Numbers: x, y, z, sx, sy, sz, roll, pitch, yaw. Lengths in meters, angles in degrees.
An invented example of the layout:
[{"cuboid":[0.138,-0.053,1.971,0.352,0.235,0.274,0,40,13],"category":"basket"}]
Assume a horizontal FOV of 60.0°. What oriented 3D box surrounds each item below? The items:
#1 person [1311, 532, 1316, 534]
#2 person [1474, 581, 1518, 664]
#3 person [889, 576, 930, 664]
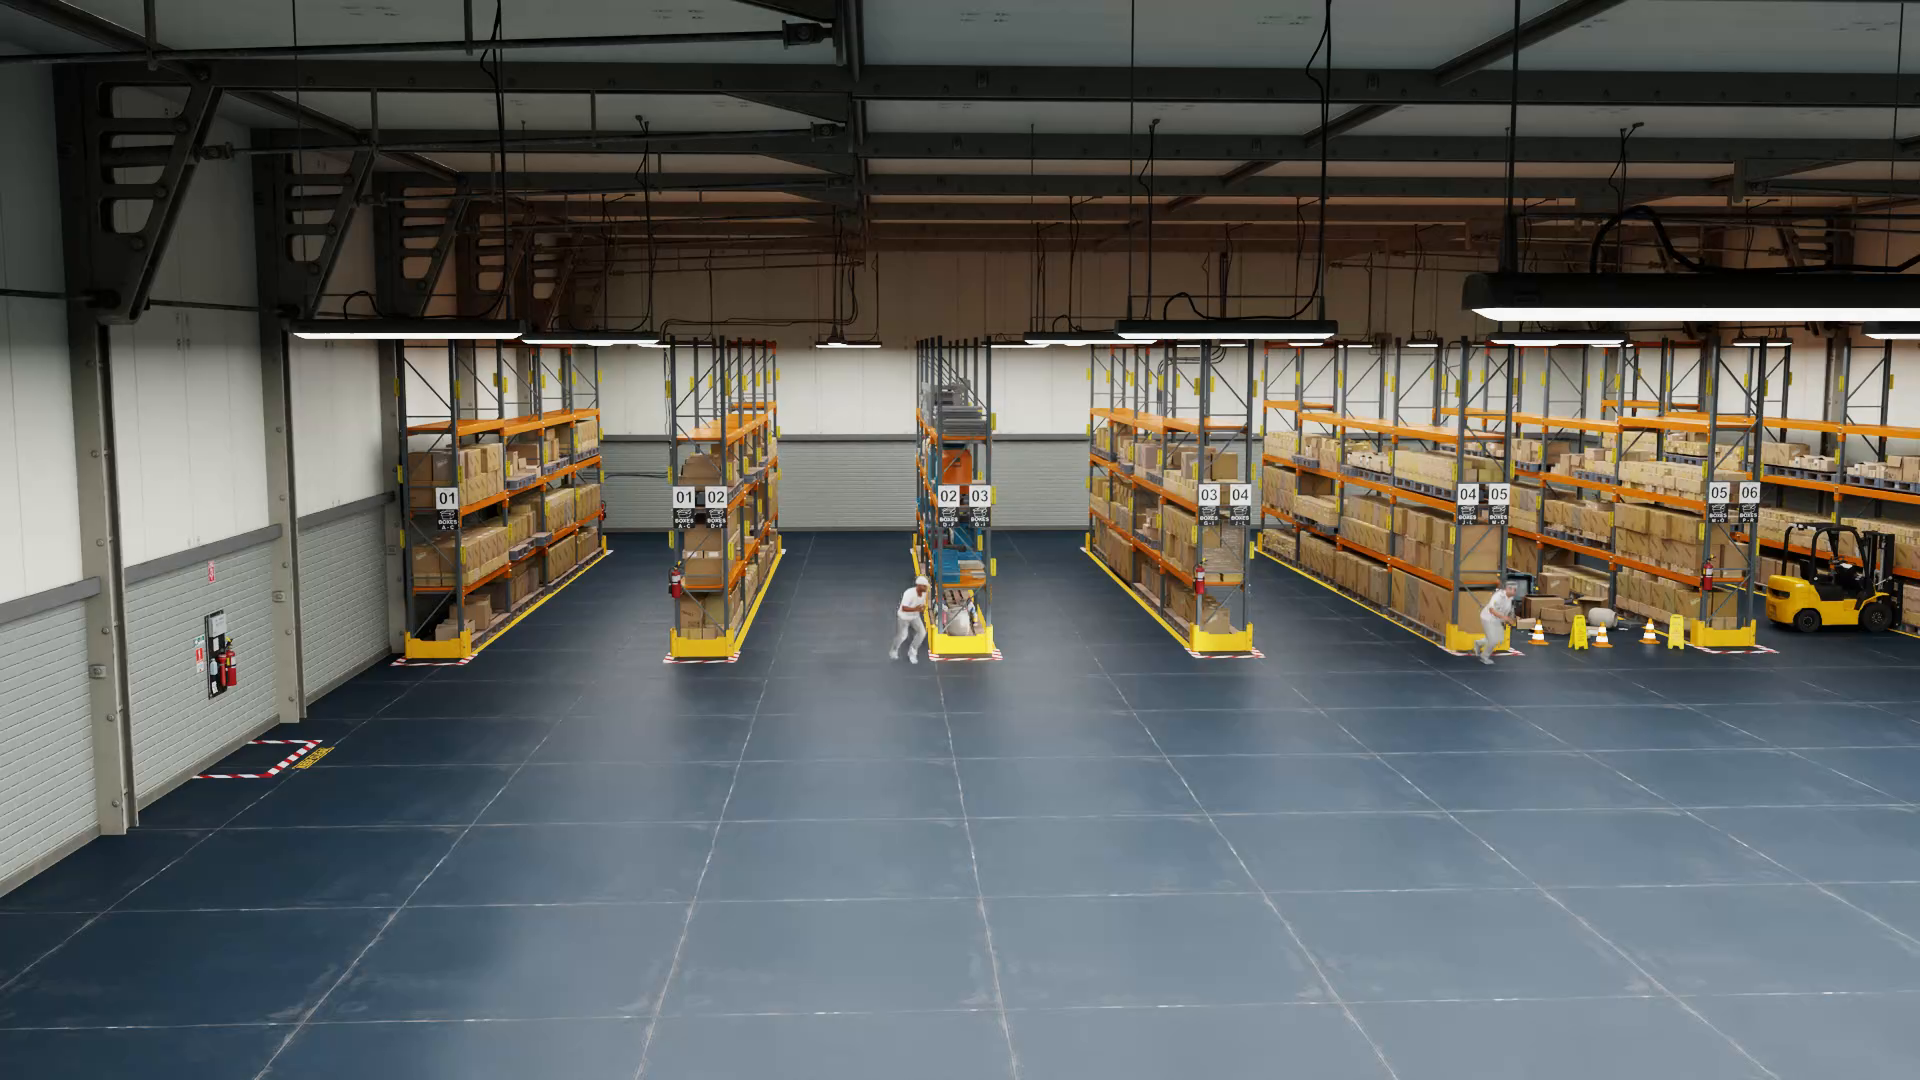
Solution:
[{"cuboid":[10.839,-0.805,50.004,0.768,1.800,0.636,-3,7,-27],"category":"person"},{"cuboid":[9.822,1.497,30.457,0.685,1.566,0.868,-5,8,-40],"category":"person"},{"cuboid":[-0.909,1.466,30.533,0.968,1.670,0.743,6,9,41],"category":"person"}]
